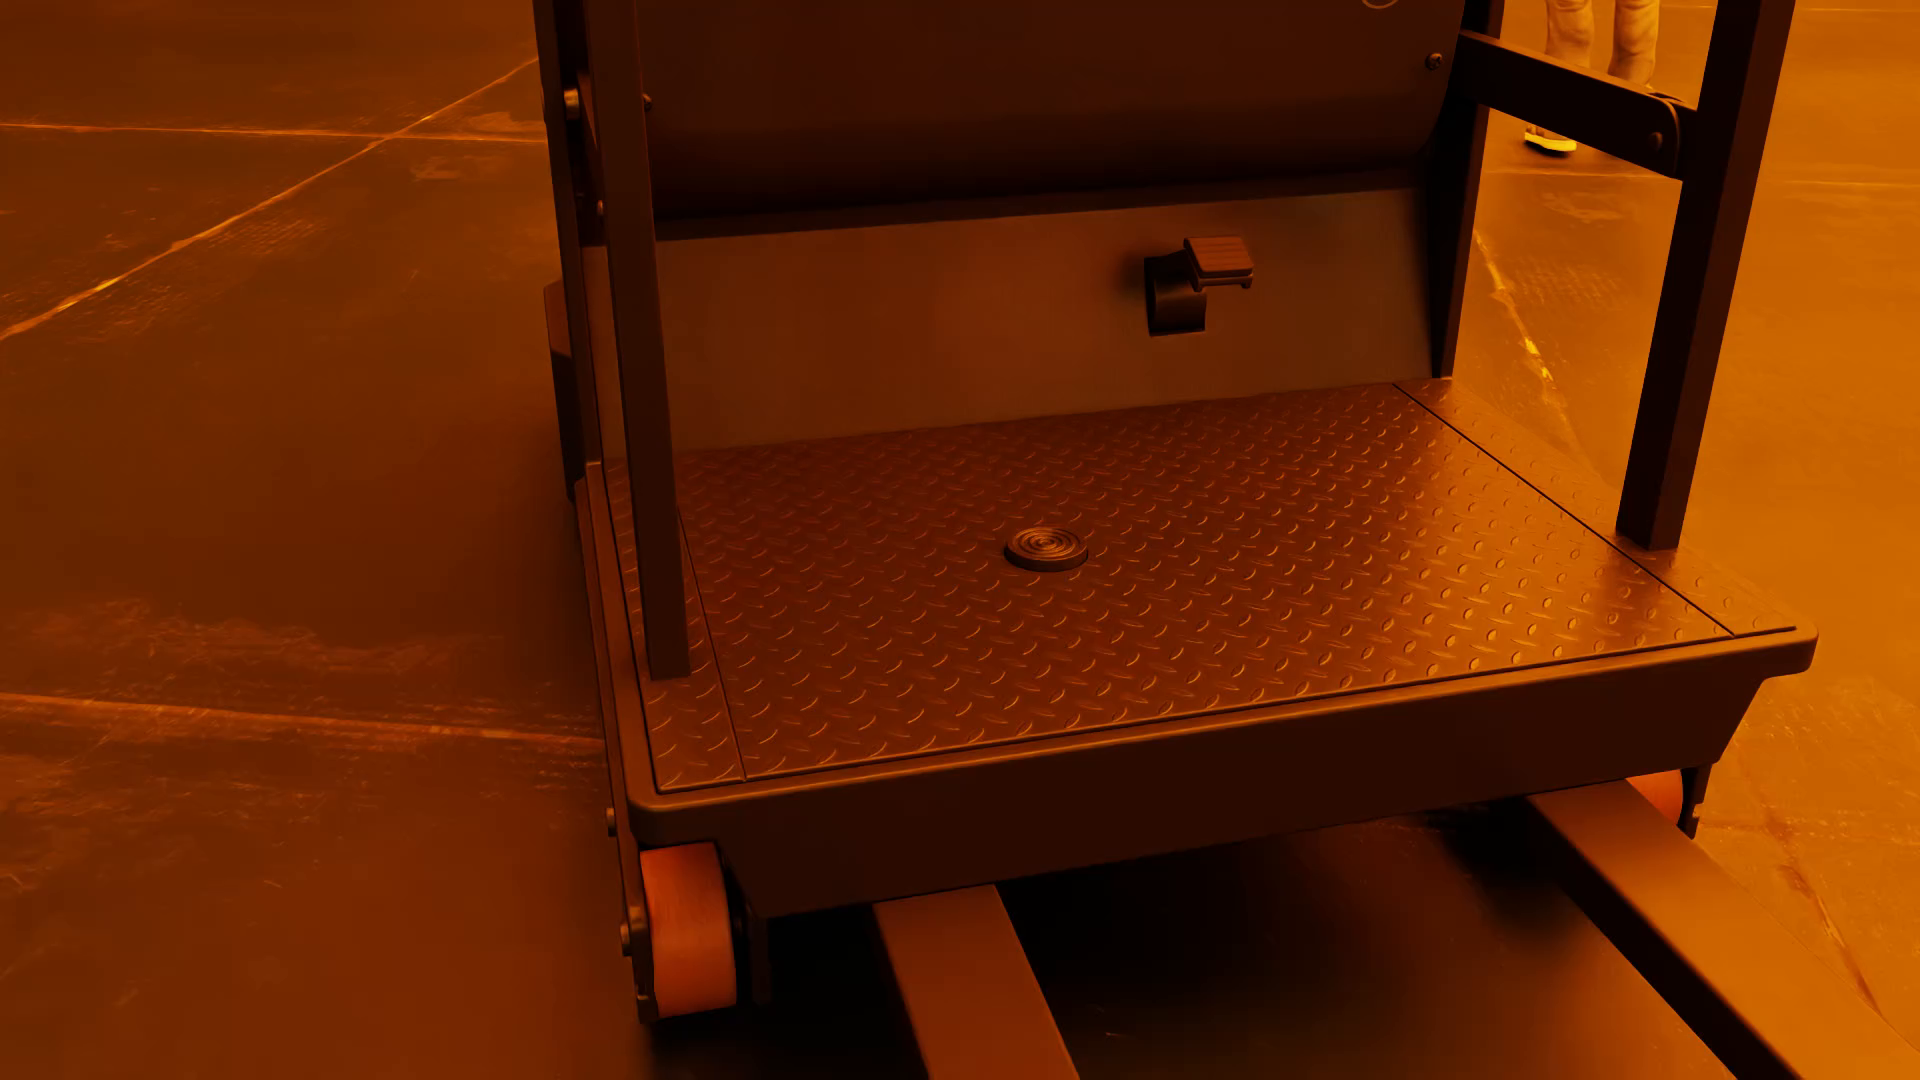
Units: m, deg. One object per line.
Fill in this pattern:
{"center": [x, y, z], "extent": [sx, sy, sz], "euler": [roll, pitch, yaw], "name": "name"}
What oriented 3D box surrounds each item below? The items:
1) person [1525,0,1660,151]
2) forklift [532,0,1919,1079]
{"center": [1.706, -1.832, 4.370], "extent": [0.515, 1.600, 0.470], "euler": [5, 27, 10], "name": "person"}
{"center": [0.153, -1.049, 1.319], "extent": [1.130, 2.935, 3.031], "euler": [-7, 27, -13], "name": "forklift"}
